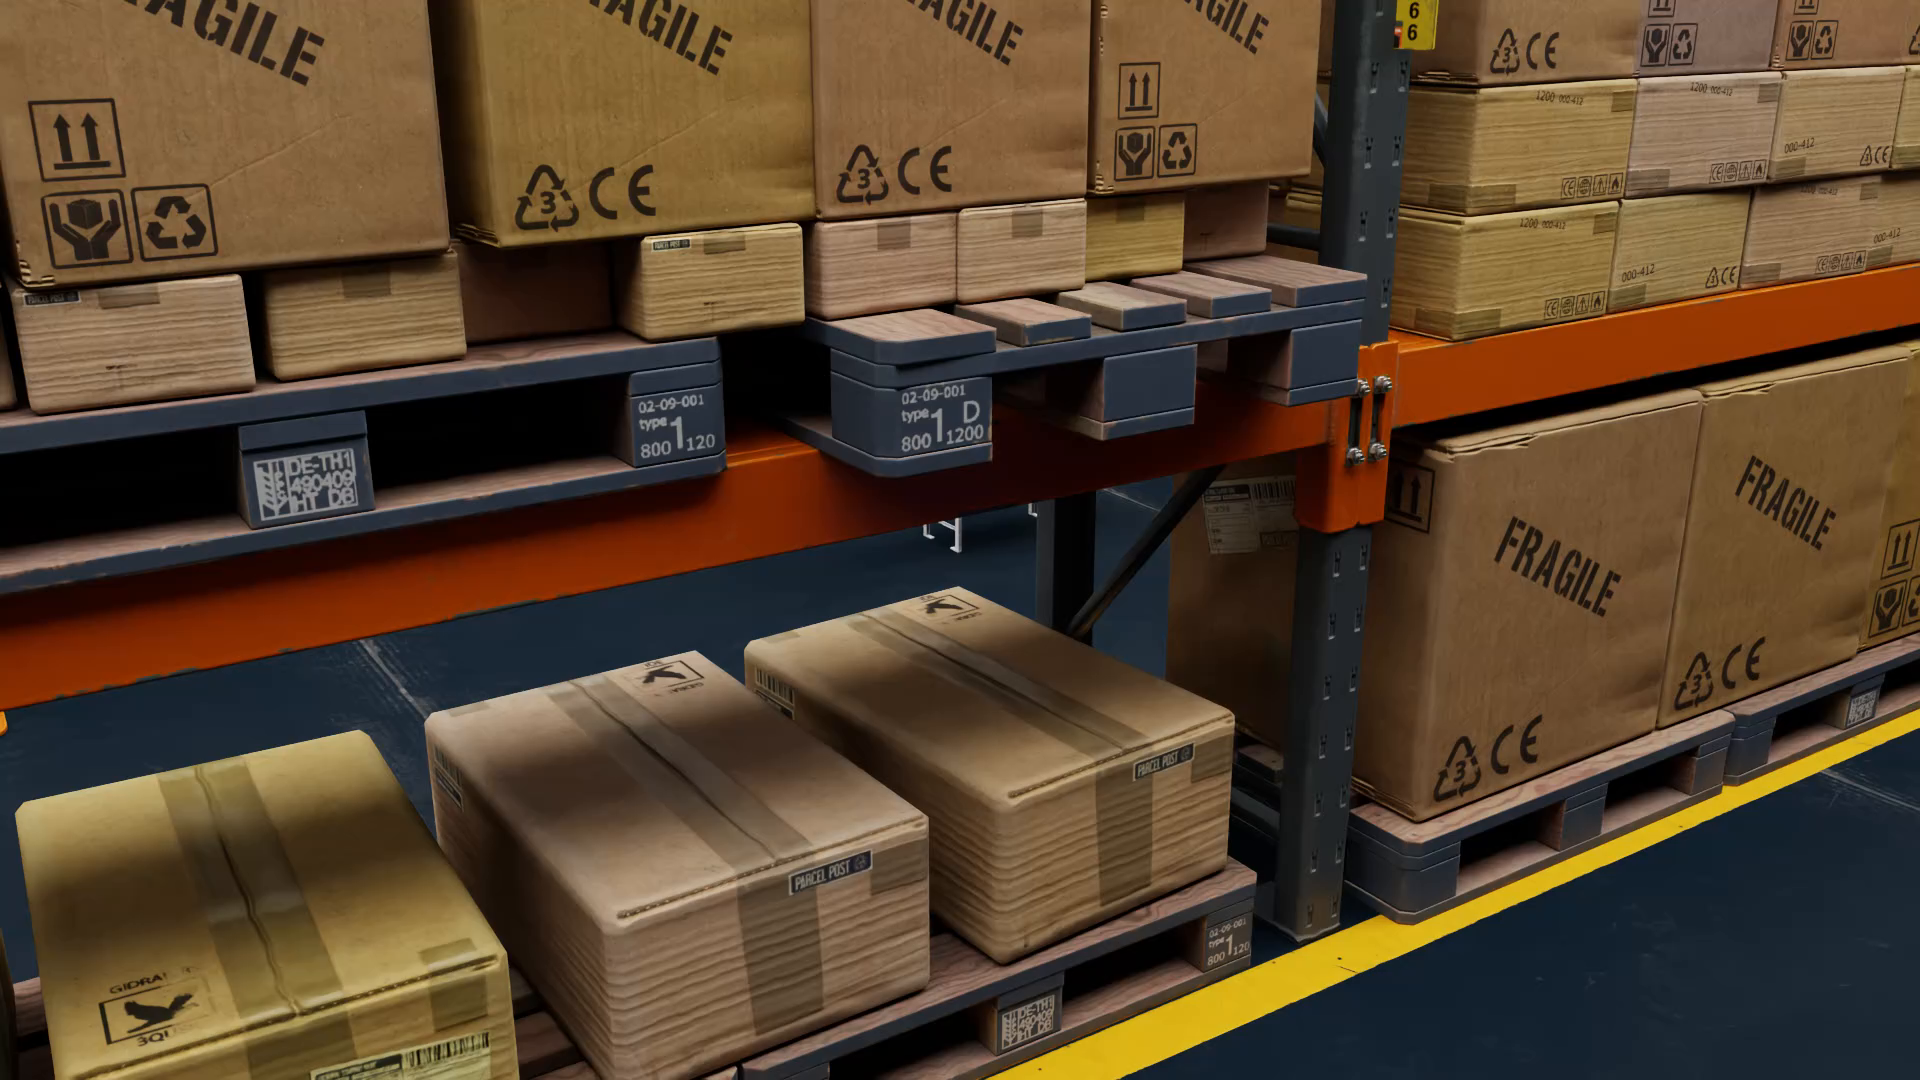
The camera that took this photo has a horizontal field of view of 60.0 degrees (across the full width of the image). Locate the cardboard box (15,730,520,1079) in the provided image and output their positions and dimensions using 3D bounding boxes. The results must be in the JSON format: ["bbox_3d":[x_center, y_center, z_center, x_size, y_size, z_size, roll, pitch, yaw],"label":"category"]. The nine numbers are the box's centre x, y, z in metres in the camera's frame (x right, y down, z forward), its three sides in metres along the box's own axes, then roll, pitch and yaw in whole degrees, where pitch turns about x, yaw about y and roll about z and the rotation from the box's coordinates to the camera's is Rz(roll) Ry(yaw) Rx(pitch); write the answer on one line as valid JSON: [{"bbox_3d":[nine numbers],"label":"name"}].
[{"bbox_3d":[-1.210,0.728,2.855,0.625,0.372,0.950,-11,22,-30],"label":"cardboard box"}]

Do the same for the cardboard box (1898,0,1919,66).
[{"bbox_3d":[2.335,-1.486,4.240,0.500,0.500,0.500,-12,22,-31],"label":"cardboard box"}]

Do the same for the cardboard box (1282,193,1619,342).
[{"bbox_3d":[1.063,-0.627,3.649,0.500,0.250,0.500,-12,22,-32],"label":"cardboard box"}]

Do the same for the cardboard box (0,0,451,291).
[{"bbox_3d":[-1.014,-0.633,2.156,0.500,0.500,0.500,-13,23,-34],"label":"cardboard box"}]

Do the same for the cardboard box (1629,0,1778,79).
[{"bbox_3d":[1.471,-1.311,3.723,0.500,0.500,0.500,-12,22,-31],"label":"cardboard box"}]

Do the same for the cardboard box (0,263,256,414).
[{"bbox_3d":[-1.085,-0.289,2.153,0.250,0.149,0.380,-11,22,-29],"label":"cardboard box"}]

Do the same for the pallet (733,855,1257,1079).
[{"bbox_3d":[-0.137,0.779,3.610,1.213,0.211,1.003,-12,22,-31],"label":"pallet"}]

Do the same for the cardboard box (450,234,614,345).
[{"bbox_3d":[-0.714,-0.410,2.511,0.250,0.149,0.380,-12,22,-31],"label":"cardboard box"}]

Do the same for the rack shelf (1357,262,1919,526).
[{"bbox_3d":[2.186,-0.690,4.727,4.000,0.370,1.077,-12,22,-31],"label":"rack shelf"}]

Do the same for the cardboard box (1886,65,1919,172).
[{"bbox_3d":[2.361,-1.129,4.354,0.500,0.250,0.500,-11,22,-30],"label":"cardboard box"}]

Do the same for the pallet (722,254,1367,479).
[{"bbox_3d":[-0.021,-0.434,3.145,1.003,0.211,1.213,-12,22,-31],"label":"pallet"}]

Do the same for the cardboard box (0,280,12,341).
[{"bbox_3d":[-1.410,-0.414,2.521,0.250,0.149,0.380,-13,23,-33],"label":"cardboard box"}]

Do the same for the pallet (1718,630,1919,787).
[{"bbox_3d":[2.234,0.310,4.999,1.213,0.211,1.003,-12,22,-31],"label":"pallet"}]

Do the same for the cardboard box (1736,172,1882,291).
[{"bbox_3d":[1.924,-0.813,4.200,0.500,0.250,0.500,-11,22,-30],"label":"cardboard box"}]

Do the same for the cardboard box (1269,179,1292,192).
[{"bbox_3d":[0.781,-0.998,3.967,0.500,0.250,0.500,-12,22,-32],"label":"cardboard box"}]

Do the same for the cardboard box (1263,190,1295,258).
[{"bbox_3d":[0.796,-0.766,4.062,0.500,0.250,0.500,-13,23,-33],"label":"cardboard box"}]

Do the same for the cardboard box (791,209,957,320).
[{"bbox_3d":[-0.213,-0.473,2.697,0.250,0.149,0.380,-13,23,-34],"label":"cardboard box"}]

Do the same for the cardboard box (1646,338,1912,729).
[{"bbox_3d":[1.886,-0.127,4.598,0.875,0.875,0.875,-12,22,-31],"label":"cardboard box"}]

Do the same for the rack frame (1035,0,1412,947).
[{"bbox_3d":[0.516,-0.679,3.569,0.127,3.000,1.000,-12,22,-31],"label":"rack frame"}]

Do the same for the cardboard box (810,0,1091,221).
[{"bbox_3d":[-0.136,-0.818,2.704,0.500,0.500,0.500,-12,22,-32],"label":"cardboard box"}]

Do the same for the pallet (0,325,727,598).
[{"bbox_3d":[-1.115,-0.228,2.536,1.213,0.211,1.003,-12,22,-31],"label":"pallet"}]

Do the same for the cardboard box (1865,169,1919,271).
[{"bbox_3d":[2.334,-0.901,4.460,0.500,0.250,0.500,-12,22,-31],"label":"cardboard box"}]

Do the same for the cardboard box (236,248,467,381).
[{"bbox_3d":[-0.879,-0.344,2.316,0.250,0.149,0.380,-13,22,-33],"label":"cardboard box"}]

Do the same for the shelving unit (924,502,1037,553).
[{"bbox_3d":[0.138,-0.598,6.139,0.503,1.200,0.258,-12,22,-31],"label":"shelving unit"}]

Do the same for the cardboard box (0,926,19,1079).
[{"bbox_3d":[-1.789,0.851,2.492,0.625,0.372,0.950,-10,21,-28],"label":"cardboard box"}]

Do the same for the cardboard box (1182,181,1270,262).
[{"bbox_3d":[0.372,-0.638,3.185,0.250,0.149,0.380,-11,22,-29],"label":"cardboard box"}]

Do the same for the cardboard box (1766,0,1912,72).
[{"bbox_3d":[1.912,-1.398,3.980,0.500,0.500,0.500,-11,22,-30],"label":"cardboard box"}]

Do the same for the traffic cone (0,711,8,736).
[{"bbox_3d":[-2.867,0.316,4.588,0.334,0.463,0.336,-12,22,-31],"label":"traffic cone"}]

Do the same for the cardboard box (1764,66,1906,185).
[{"bbox_3d":[1.930,-1.043,4.100,0.500,0.250,0.500,-12,22,-32],"label":"cardboard box"}]

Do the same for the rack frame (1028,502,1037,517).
[{"bbox_3d":[0.342,-0.641,6.266,0.015,1.200,0.240,-12,22,-31],"label":"rack frame"}]

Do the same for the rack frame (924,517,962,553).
[{"bbox_3d":[-0.066,-0.555,6.012,0.015,1.200,0.240,-12,22,-31],"label":"rack frame"}]

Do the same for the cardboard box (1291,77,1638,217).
[{"bbox_3d":[1.075,-0.868,3.582,0.500,0.250,0.500,-12,22,-32],"label":"cardboard box"}]

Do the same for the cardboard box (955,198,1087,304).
[{"bbox_3d":[0.002,-0.515,2.822,0.250,0.149,0.380,-12,22,-32],"label":"cardboard box"}]

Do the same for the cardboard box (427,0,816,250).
[{"bbox_3d":[-0.557,-0.729,2.440,0.500,0.500,0.500,-14,23,-35],"label":"cardboard box"}]

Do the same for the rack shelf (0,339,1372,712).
[{"bbox_3d":[-1.154,0.014,2.643,4.000,0.370,1.077,-12,22,-31],"label":"rack shelf"}]

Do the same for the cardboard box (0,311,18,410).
[{"bbox_3d":[-1.336,-0.256,2.056,0.250,0.149,0.380,-12,22,-31],"label":"cardboard box"}]

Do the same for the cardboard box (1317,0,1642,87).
[{"bbox_3d":[1.062,-1.221,3.457,0.500,0.500,0.500,-13,22,-33],"label":"cardboard box"}]

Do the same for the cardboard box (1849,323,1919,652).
[{"bbox_3d":[2.633,-0.284,5.063,0.875,0.875,0.875,-11,22,-30],"label":"cardboard box"}]

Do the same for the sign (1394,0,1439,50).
[{"bbox_3d":[0.822,-1.046,2.972,0.005,0.325,0.100,-12,22,-31],"label":"sign"}]

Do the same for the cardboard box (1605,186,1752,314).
[{"bbox_3d":[1.482,-0.722,3.931,0.500,0.250,0.500,-13,22,-33],"label":"cardboard box"}]

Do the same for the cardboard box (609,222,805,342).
[{"bbox_3d":[-0.435,-0.421,2.543,0.250,0.149,0.380,-11,22,-30],"label":"cardboard box"}]

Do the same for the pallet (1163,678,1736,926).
[{"bbox_3d":[1.216,0.523,4.367,1.213,0.211,1.003,-12,22,-31],"label":"pallet"}]

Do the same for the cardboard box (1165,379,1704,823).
[{"bbox_3d":[1.139,0.029,4.137,0.875,0.875,0.875,-12,22,-32],"label":"cardboard box"}]

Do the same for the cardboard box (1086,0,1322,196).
[{"bbox_3d":[0.289,-0.912,2.982,0.500,0.500,0.500,-13,22,-33],"label":"cardboard box"}]

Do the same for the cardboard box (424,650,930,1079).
[{"bbox_3d":[-0.573,0.596,3.246,0.625,0.372,0.950,-12,22,-32],"label":"cardboard box"}]

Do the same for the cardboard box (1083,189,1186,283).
[{"bbox_3d":[0.188,-0.572,2.989,0.250,0.149,0.380,-12,22,-31],"label":"cardboard box"}]

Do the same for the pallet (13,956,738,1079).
[{"bbox_3d":[-1.155,0.993,2.978,1.213,0.211,1.003,-12,22,-31],"label":"pallet"}]

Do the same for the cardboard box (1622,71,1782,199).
[{"bbox_3d":[1.507,-0.959,3.850,0.500,0.250,0.500,-11,22,-30],"label":"cardboard box"}]

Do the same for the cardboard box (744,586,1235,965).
[{"bbox_3d":[0.039,0.464,3.637,0.625,0.372,0.950,-14,23,-35],"label":"cardboard box"}]
